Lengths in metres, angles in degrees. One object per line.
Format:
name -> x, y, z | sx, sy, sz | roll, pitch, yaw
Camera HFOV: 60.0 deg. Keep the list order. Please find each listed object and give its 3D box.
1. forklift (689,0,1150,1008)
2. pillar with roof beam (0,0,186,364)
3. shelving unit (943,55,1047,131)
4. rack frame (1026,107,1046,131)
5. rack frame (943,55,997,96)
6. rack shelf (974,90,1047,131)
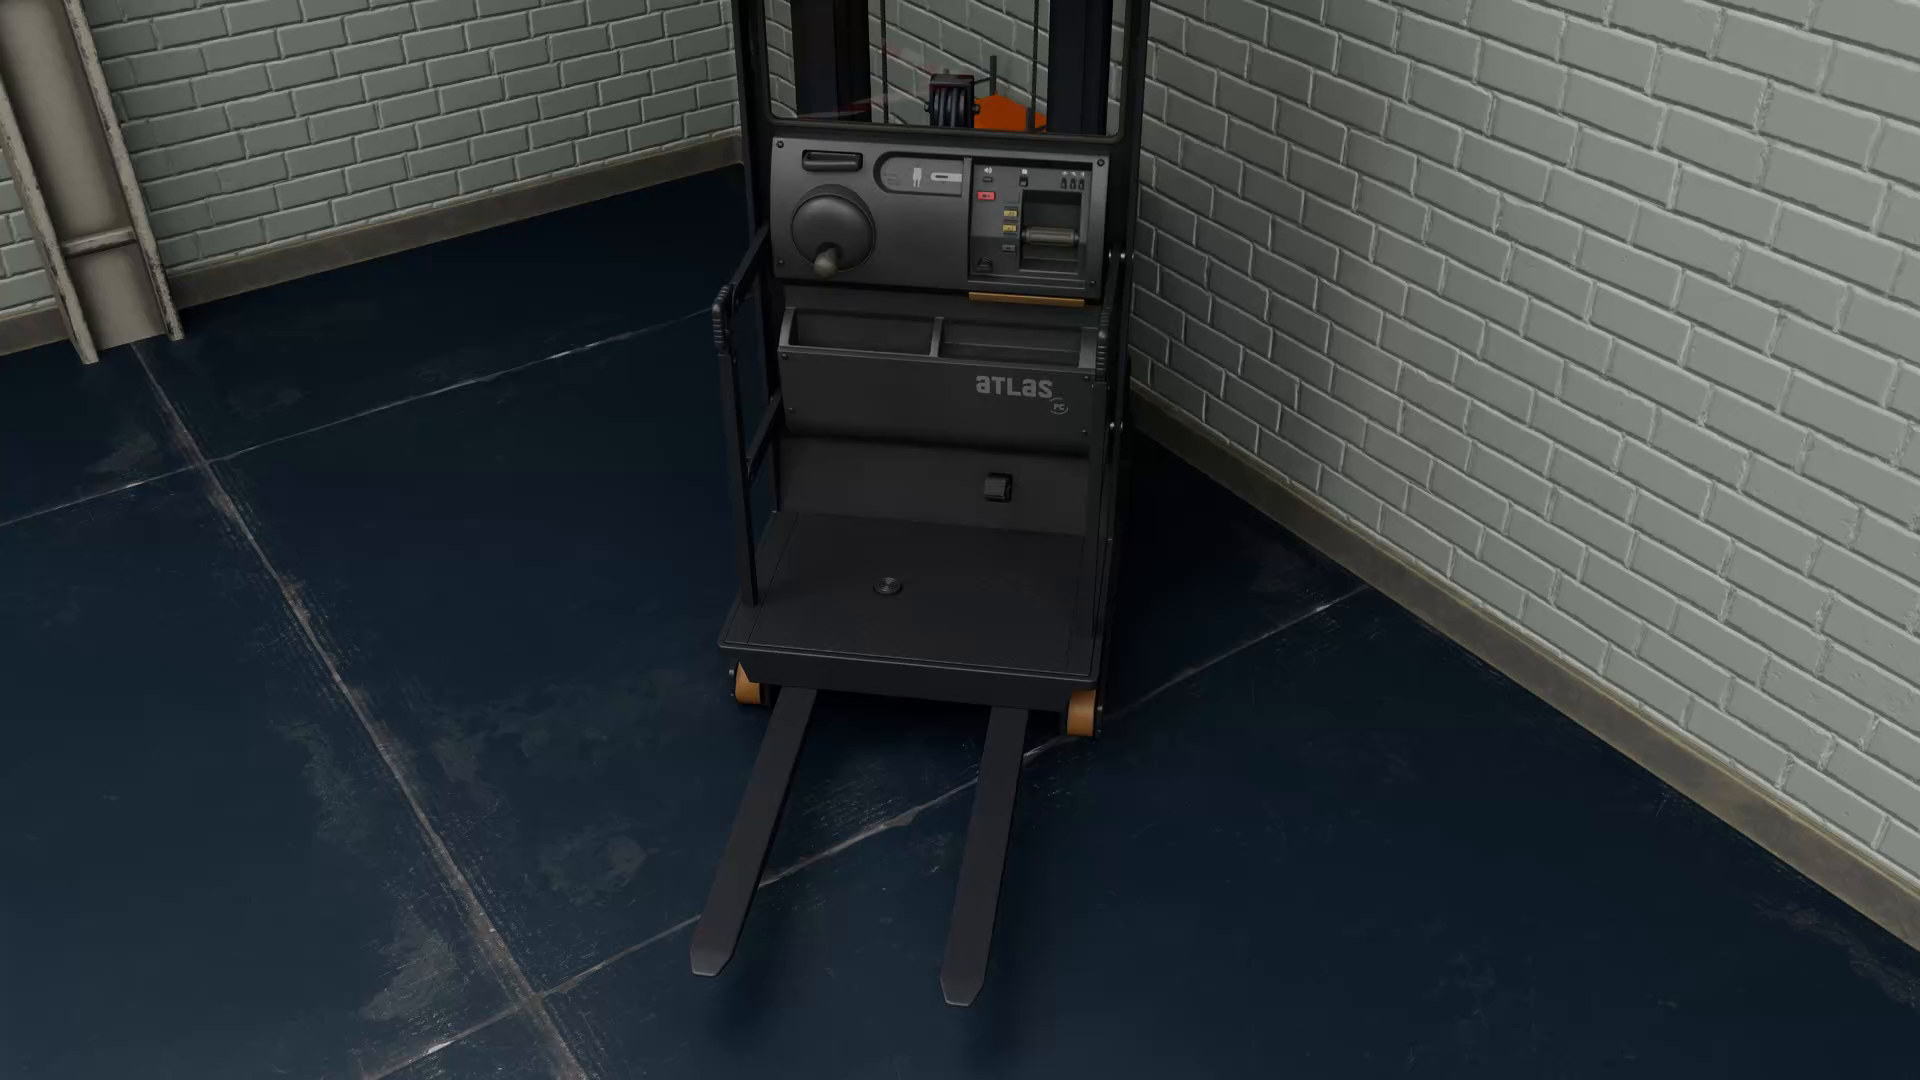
forklift -> -0.090, -0.828, 4.391 | 1.130, 2.935, 3.031 | 5, 36, 7
pillar with roof beam -> -0.993, -2.449, 1.448 | 0.400, 9.000, 9.100 | -22, 41, -28
shelving unit -> 0.184, -1.169, 6.347 | 0.258, 1.200, 0.503 | -24, 42, -29
rack frame -> 0.330, -1.055, 6.189 | 0.240, 1.200, 0.015 | -24, 42, -29
rack frame -> 0.038, -1.283, 6.506 | 0.240, 1.200, 0.015 | -24, 42, -29
rack shelf -> 0.184, -1.488, 6.118 | 0.258, 0.148, 0.480 | -24, 42, -29
